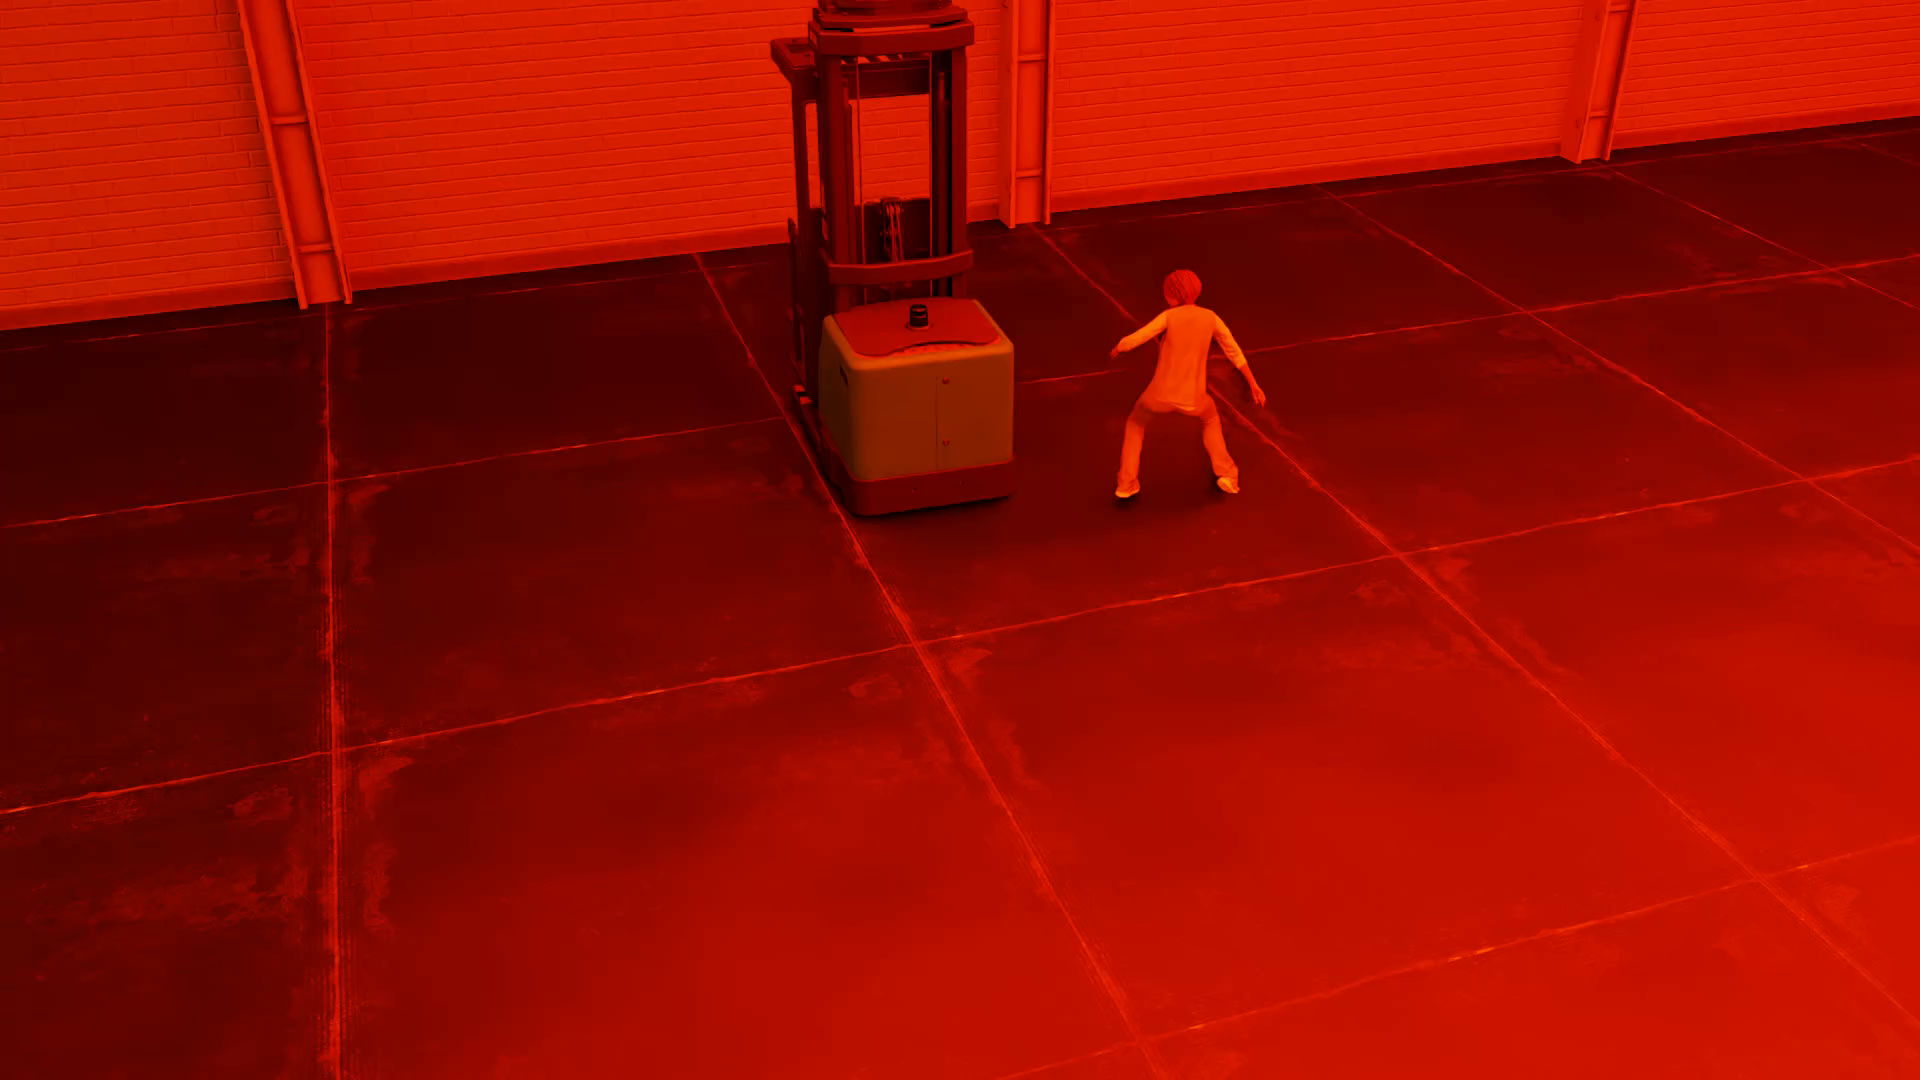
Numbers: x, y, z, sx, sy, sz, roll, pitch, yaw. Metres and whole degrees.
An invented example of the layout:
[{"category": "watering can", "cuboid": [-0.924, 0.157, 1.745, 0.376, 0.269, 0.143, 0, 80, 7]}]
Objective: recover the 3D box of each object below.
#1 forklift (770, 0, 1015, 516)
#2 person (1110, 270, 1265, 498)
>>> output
[{"category": "forklift", "cuboid": [-0.562, -2.141, 10.808, 1.130, 2.935, 3.031, -8, 31, -14]}, {"category": "person", "cuboid": [1.384, -0.895, 10.225, 0.907, 1.526, 0.514, 0, 30, 0]}]
